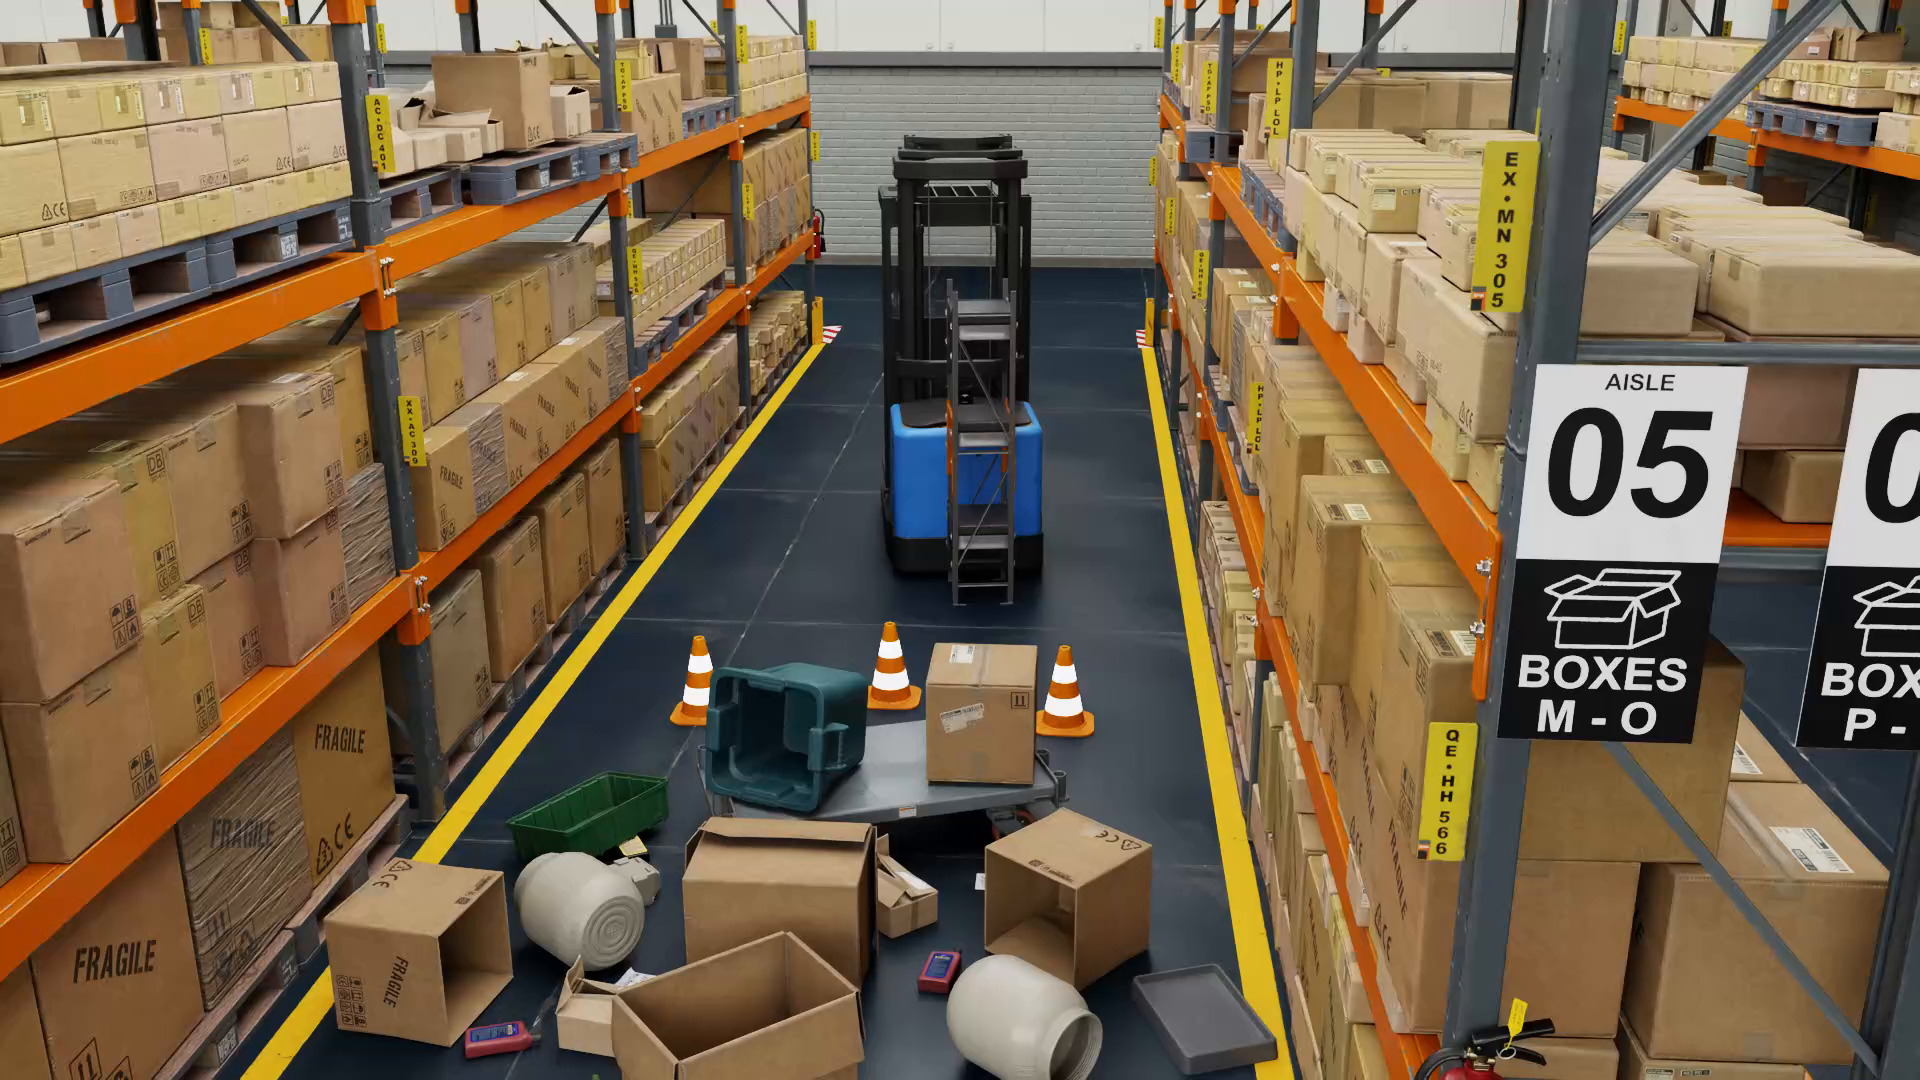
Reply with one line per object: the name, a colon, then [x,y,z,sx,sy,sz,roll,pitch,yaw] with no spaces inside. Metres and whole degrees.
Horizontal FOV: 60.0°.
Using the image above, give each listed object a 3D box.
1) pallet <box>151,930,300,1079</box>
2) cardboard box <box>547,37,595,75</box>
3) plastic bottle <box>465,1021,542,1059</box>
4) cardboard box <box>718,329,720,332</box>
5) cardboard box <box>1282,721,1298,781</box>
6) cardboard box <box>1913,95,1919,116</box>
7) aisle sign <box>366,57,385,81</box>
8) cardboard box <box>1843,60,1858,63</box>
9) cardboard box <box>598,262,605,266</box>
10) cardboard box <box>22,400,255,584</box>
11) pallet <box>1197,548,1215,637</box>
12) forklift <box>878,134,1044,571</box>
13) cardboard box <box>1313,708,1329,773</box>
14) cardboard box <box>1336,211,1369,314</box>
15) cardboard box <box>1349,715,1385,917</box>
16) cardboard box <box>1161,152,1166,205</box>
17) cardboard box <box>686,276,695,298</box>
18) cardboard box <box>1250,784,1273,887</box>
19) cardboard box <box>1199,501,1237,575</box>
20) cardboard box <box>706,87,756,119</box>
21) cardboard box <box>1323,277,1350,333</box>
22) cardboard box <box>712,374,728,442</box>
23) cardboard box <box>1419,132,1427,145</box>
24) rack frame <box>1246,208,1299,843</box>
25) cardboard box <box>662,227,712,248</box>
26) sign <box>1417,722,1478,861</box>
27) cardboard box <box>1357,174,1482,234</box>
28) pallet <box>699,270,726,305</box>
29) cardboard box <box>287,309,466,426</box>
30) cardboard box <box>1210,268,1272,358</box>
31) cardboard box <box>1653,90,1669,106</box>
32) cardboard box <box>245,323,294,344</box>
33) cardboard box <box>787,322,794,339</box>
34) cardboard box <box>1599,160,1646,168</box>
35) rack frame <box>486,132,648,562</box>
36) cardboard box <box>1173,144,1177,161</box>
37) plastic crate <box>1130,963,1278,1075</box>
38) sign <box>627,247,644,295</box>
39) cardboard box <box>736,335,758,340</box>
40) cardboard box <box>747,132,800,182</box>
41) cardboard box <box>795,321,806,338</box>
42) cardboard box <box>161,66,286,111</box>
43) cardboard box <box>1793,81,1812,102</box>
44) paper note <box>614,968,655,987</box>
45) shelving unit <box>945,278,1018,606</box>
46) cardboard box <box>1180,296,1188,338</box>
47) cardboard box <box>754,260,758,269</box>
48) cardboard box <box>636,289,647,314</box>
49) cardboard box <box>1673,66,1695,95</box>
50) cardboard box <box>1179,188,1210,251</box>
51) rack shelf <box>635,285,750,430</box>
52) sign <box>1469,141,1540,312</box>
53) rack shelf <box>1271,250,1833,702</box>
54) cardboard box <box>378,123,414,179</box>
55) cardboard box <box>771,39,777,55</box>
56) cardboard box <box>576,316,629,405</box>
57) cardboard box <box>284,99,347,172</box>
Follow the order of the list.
pallet: [-3.275,1.881,6.344,1.003,0.211,1.213,1,18,4]
cardboard box: [-2.929,-3.669,12.596,0.396,0.266,0.258,1,18,4]
plastic bottle: [-1.767,1.929,6.438,0.283,0.061,0.133,-5,19,-15]
cardboard box: [-2.698,-2.194,17.249,0.380,0.149,0.250,1,18,2]
cardboard box: [1.472,0.837,6.545,0.380,0.149,0.250,2,18,6]
cardboard box: [7.034,-3.087,11.810,0.380,0.149,0.250,1,18,4]
aisle sign: [-6.833,-5.179,19.235,0.394,0.787,0.004,1,18,4]
cardboard box: [7.510,-3.873,13.699,0.380,0.149,0.250,1,18,4]
cardboard box: [-3.081,-2.167,13.470,0.380,0.149,0.250,1,18,3]
cardboard box: [-3.218,-0.191,6.214,0.875,0.550,0.550,1,18,4]
pallet: [2.116,0.346,11.028,1.003,0.211,1.213,1,18,4]
forklift: [-0.046,-1.586,12.556,1.130,2.935,3.031,-1,18,-4]
cardboard box: [1.453,0.707,5.853,0.380,0.149,0.250,1,18,4]
cardboard box: [1.472,-0.872,5.212,0.500,0.250,0.500,1,18,4]
cardboard box: [1.405,0.744,4.697,0.500,0.500,0.500,1,18,4]
cardboard box: [2.370,-3.766,17.332,0.500,0.500,0.500,1,18,3]
cardboard box: [-2.405,-2.091,13.716,0.380,0.149,0.250,2,18,6]
cardboard box: [1.575,1.305,7.365,0.500,0.250,0.500,0,18,1]
cardboard box: [2.123,0.003,11.143,0.950,0.372,0.625,0,18,0]
cardboard box: [-2.188,-4.035,15.344,0.500,0.250,0.500,2,18,7]
cardboard box: [1.440,-0.796,5.620,0.380,0.149,0.250,1,18,3]
cardboard box: [-2.323,-1.160,14.486,0.500,0.500,0.500,1,18,3]
cardboard box: [2.329,-1.706,7.560,0.500,0.250,0.500,1,18,2]
rack frame: [1.887,0.021,7.543,1.000,3.000,0.127,1,18,4]
cardboard box: [-2.357,-2.613,14.355,0.380,0.149,0.250,1,18,2]
sign: [1.048,0.544,3.579,0.100,0.325,0.005,1,18,4]
cardboard box: [1.406,-1.011,4.996,0.380,0.149,0.250,2,18,5]
pallet: [-2.684,-2.218,14.682,1.003,0.211,1.213,1,18,4]
cardboard box: [-2.993,-0.895,8.572,0.700,0.500,0.500,1,18,3]
cardboard box: [1.911,-1.476,10.796,0.500,0.500,0.500,1,18,2]
cardboard box: [7.284,-4.491,16.898,0.380,0.149,0.250,1,18,4]
cardboard box: [-7.297,-2.078,16.686,0.875,0.875,0.875,1,18,4]
cardboard box: [-2.010,-2.279,17.987,0.380,0.149,0.250,2,18,5]
cardboard box: [2.056,-1.157,5.441,0.380,0.149,0.250,1,18,5]
rack frame: [-2.771,-1.301,11.576,1.000,3.000,0.127,1,18,4]
cardboard box: [2.322,-3.870,16.608,0.380,0.149,0.250,1,18,4]
plastic crate: [0.957,1.877,6.565,0.402,0.080,0.583,-5,19,-15]
sign: [-2.217,-1.840,11.361,0.100,0.325,0.005,1,18,4]
cardboard box: [-2.205,-1.937,16.466,0.380,0.149,0.250,1,18,3]
cardboard box: [-2.018,-4.144,18.010,0.500,0.500,0.500,1,18,2]
cardboard box: [-1.944,-2.380,18.773,0.380,0.149,0.250,2,18,6]
cardboard box: [-2.803,-1.713,6.305,0.380,0.149,0.250,1,18,4]
cardboard box: [6.917,-3.586,13.302,0.380,0.149,0.250,2,18,5]
paper note: [-1.330,1.819,6.836,0.172,0.023,0.155,8,20,23]
shelving unit: [0.135,-0.639,11.000,0.431,2.100,0.503,-1,18,-4]
cardboard box: [2.032,-1.787,13.301,0.500,0.250,0.500,1,18,3]
cardboard box: [-2.201,-2.755,16.416,0.380,0.149,0.250,0,18,1]
cardboard box: [-2.519,-1.752,12.205,0.380,0.149,0.250,2,18,7]
cardboard box: [7.315,-4.482,16.231,0.500,0.250,0.500,1,18,3]
cardboard box: [2.133,-2.698,14.073,0.500,0.500,0.500,1,18,4]
rack shelf: [-2.627,-1.580,13.583,1.077,0.370,4.000,1,18,4]
sign: [1.048,-0.602,3.203,0.100,0.325,0.005,1,18,4]
rack shelf: [1.744,-0.442,5.292,1.077,0.370,4.000,1,18,4]
cardboard box: [-2.765,-1.849,7.812,0.258,0.266,0.396,1,18,3]
cardboard box: [-2.060,-4.979,16.783,0.380,0.149,0.250,1,18,2]
cardboard box: [-2.535,-1.202,11.115,0.500,0.500,0.500,1,18,4]
cardboard box: [-2.837,-1.643,6.729,0.500,0.250,0.500,1,18,3]
